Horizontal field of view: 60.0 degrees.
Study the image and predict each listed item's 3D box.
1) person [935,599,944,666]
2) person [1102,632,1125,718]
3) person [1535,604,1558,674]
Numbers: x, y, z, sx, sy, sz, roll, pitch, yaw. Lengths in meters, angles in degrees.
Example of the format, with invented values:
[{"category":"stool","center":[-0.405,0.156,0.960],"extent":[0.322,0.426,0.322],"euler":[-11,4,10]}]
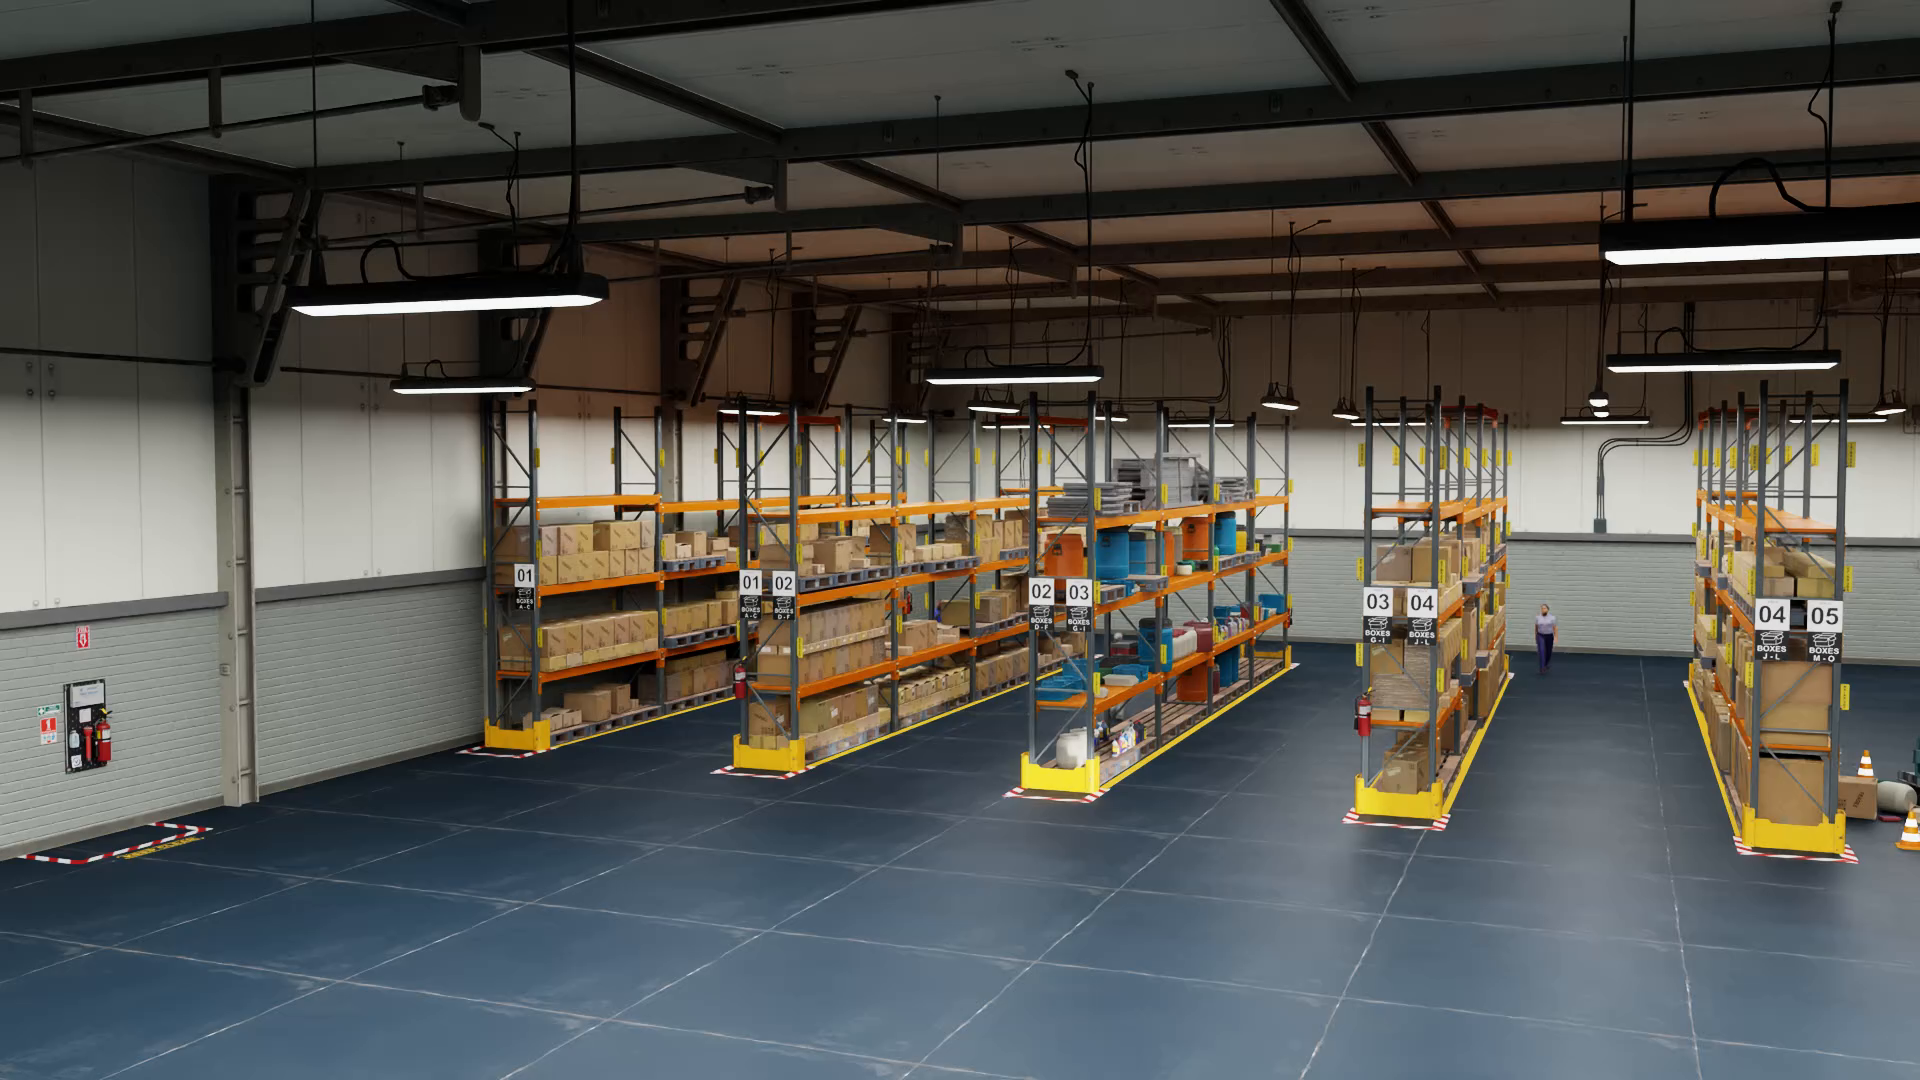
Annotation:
[{"category":"person","center":[-0.512,2.223,39.891],"extent":[0.479,1.589,1.032],"euler":[1,3,19]},{"category":"person","center":[3.023,2.624,31.939],"extent":[0.509,1.702,0.596],"euler":[0,3,-7]},{"category":"person","center":[13.591,2.282,38.562],"extent":[0.465,1.594,1.016],"euler":[0,3,7]}]
